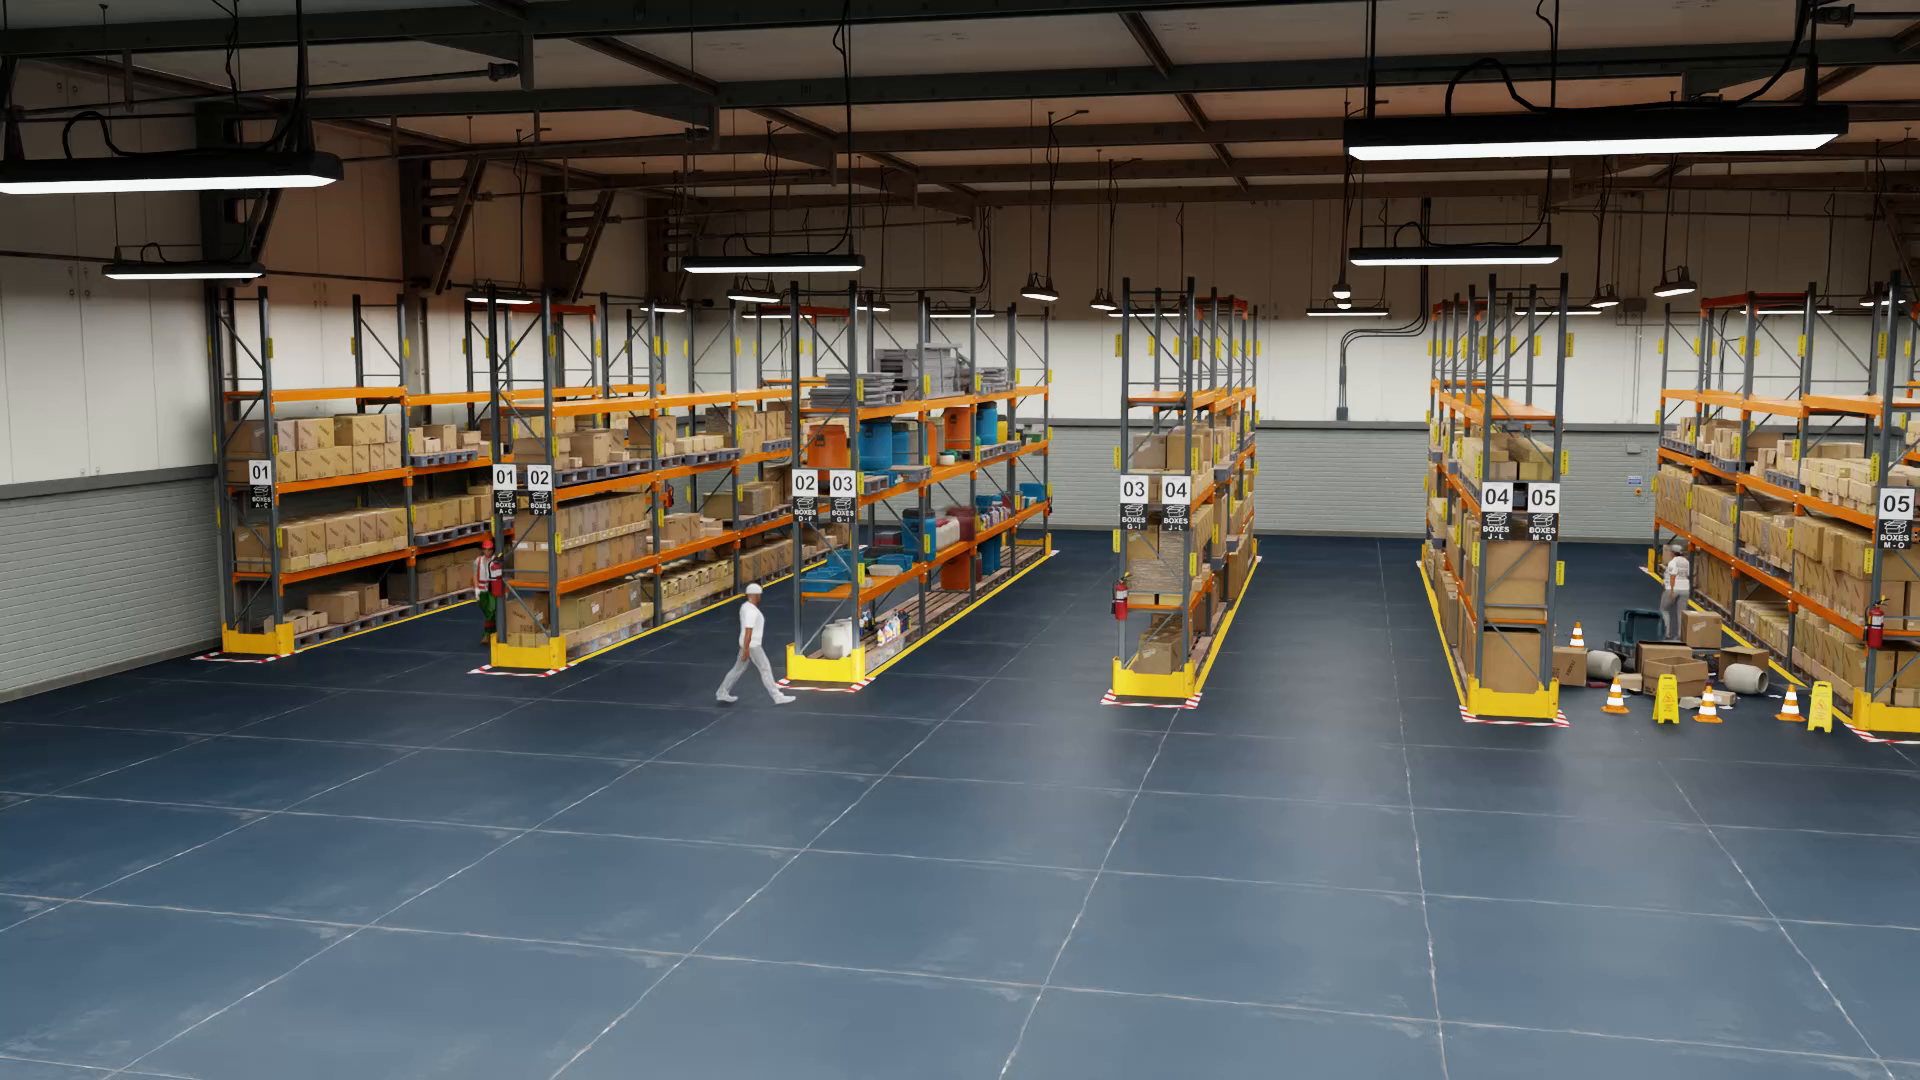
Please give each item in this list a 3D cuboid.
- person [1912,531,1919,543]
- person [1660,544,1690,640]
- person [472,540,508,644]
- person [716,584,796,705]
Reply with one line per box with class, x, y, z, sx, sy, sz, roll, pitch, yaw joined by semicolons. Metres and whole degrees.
person;18.263;0.594;31.698;0.664;1.557;0.724;3;7;23
person;12.310;0.935;28.533;0.503;1.704;0.580;0;7;-2
person;-8.046;0.867;28.386;0.560;1.728;0.995;0;7;-1
person;-2.888;1.463;23.401;1.104;1.704;0.677;-1;7;-11
